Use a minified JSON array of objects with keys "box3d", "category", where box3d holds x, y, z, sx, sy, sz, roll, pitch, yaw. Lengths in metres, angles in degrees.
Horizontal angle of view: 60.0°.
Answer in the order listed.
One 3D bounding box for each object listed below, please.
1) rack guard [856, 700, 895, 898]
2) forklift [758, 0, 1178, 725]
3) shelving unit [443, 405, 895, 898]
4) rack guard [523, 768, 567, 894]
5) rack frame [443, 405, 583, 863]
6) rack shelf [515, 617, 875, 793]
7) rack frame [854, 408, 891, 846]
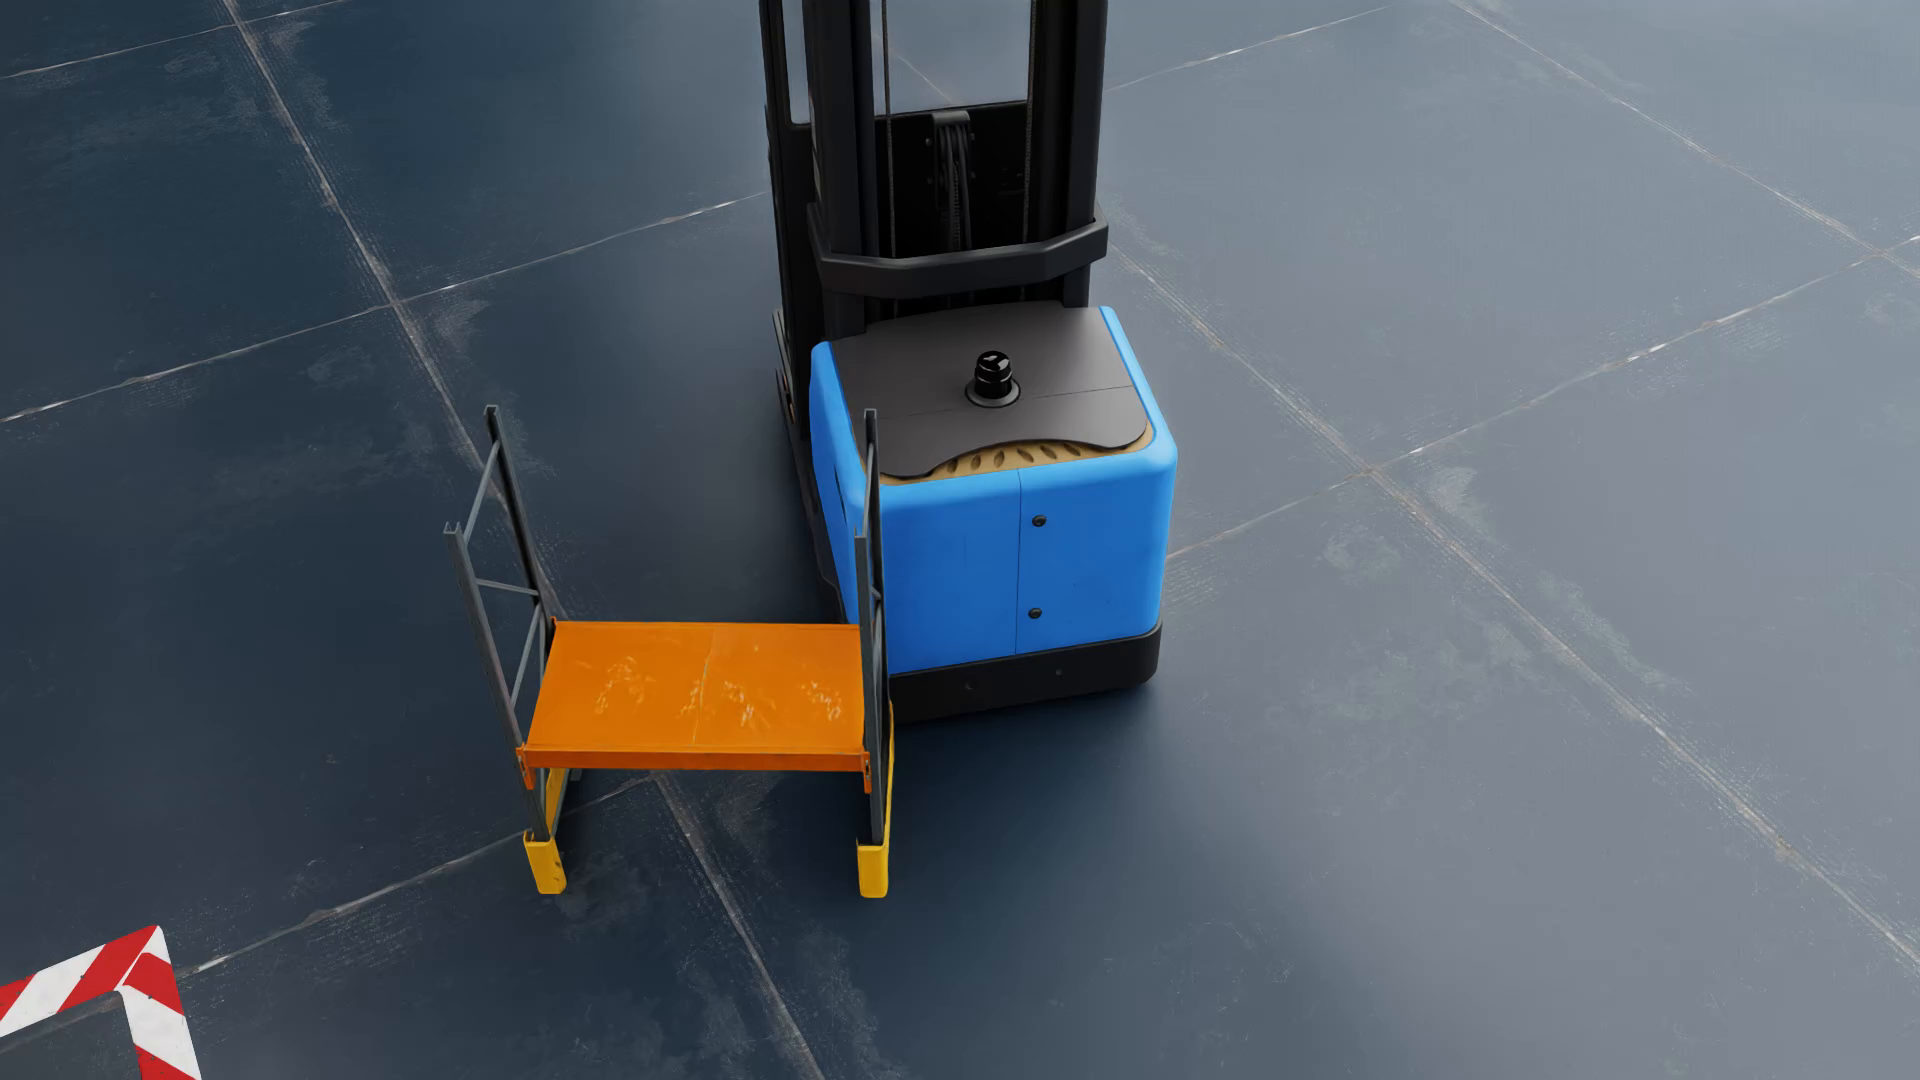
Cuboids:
[{"box3d":[-0.263,0.807,5.239,0.087,0.250,0.587,1,44,1],"category":"rack guard"},{"box3d":[-0.129,-1.478,5.668,1.130,2.935,3.031,-8,45,-9],"category":"forklift"},{"box3d":[-0.761,0.354,4.809,1.083,1.500,0.587,1,44,1],"category":"shelving unit"},{"box3d":[-1.259,0.797,5.249,0.087,0.250,0.587,1,44,1],"category":"rack guard"},{"box3d":[-1.260,0.349,4.814,0.032,1.500,0.500,1,44,1],"category":"rack frame"},{"box3d":[-0.752,0.483,4.934,1.000,0.185,0.538,1,44,1],"category":"rack shelf"},{"box3d":[-0.244,0.359,4.804,0.032,1.500,0.500,1,44,1],"category":"rack frame"}]
